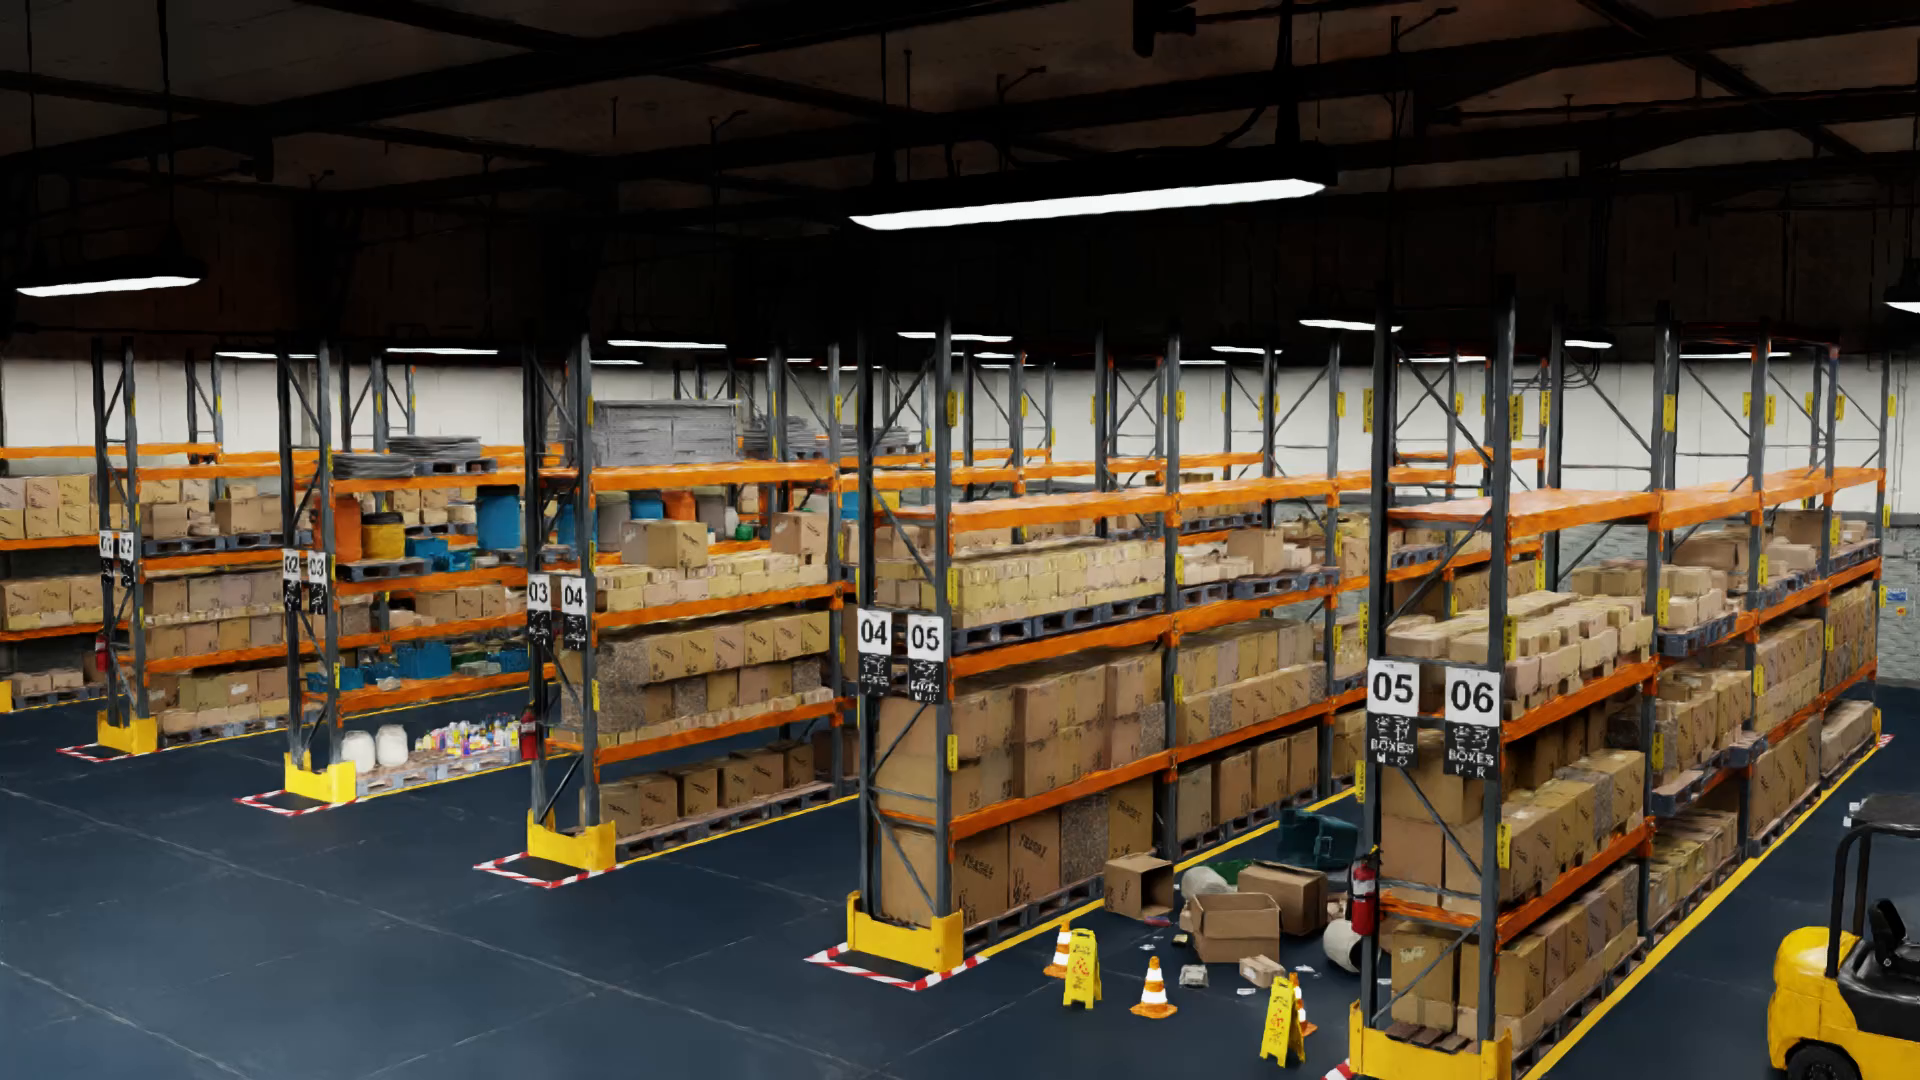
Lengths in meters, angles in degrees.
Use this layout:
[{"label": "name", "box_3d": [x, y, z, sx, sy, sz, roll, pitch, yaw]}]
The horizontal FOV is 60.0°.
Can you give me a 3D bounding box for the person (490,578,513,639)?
[{"label": "person", "box_3d": [-9.184, 1.463, 33.311, 0.639, 1.628, 0.512, 4, 6, 36]}]
